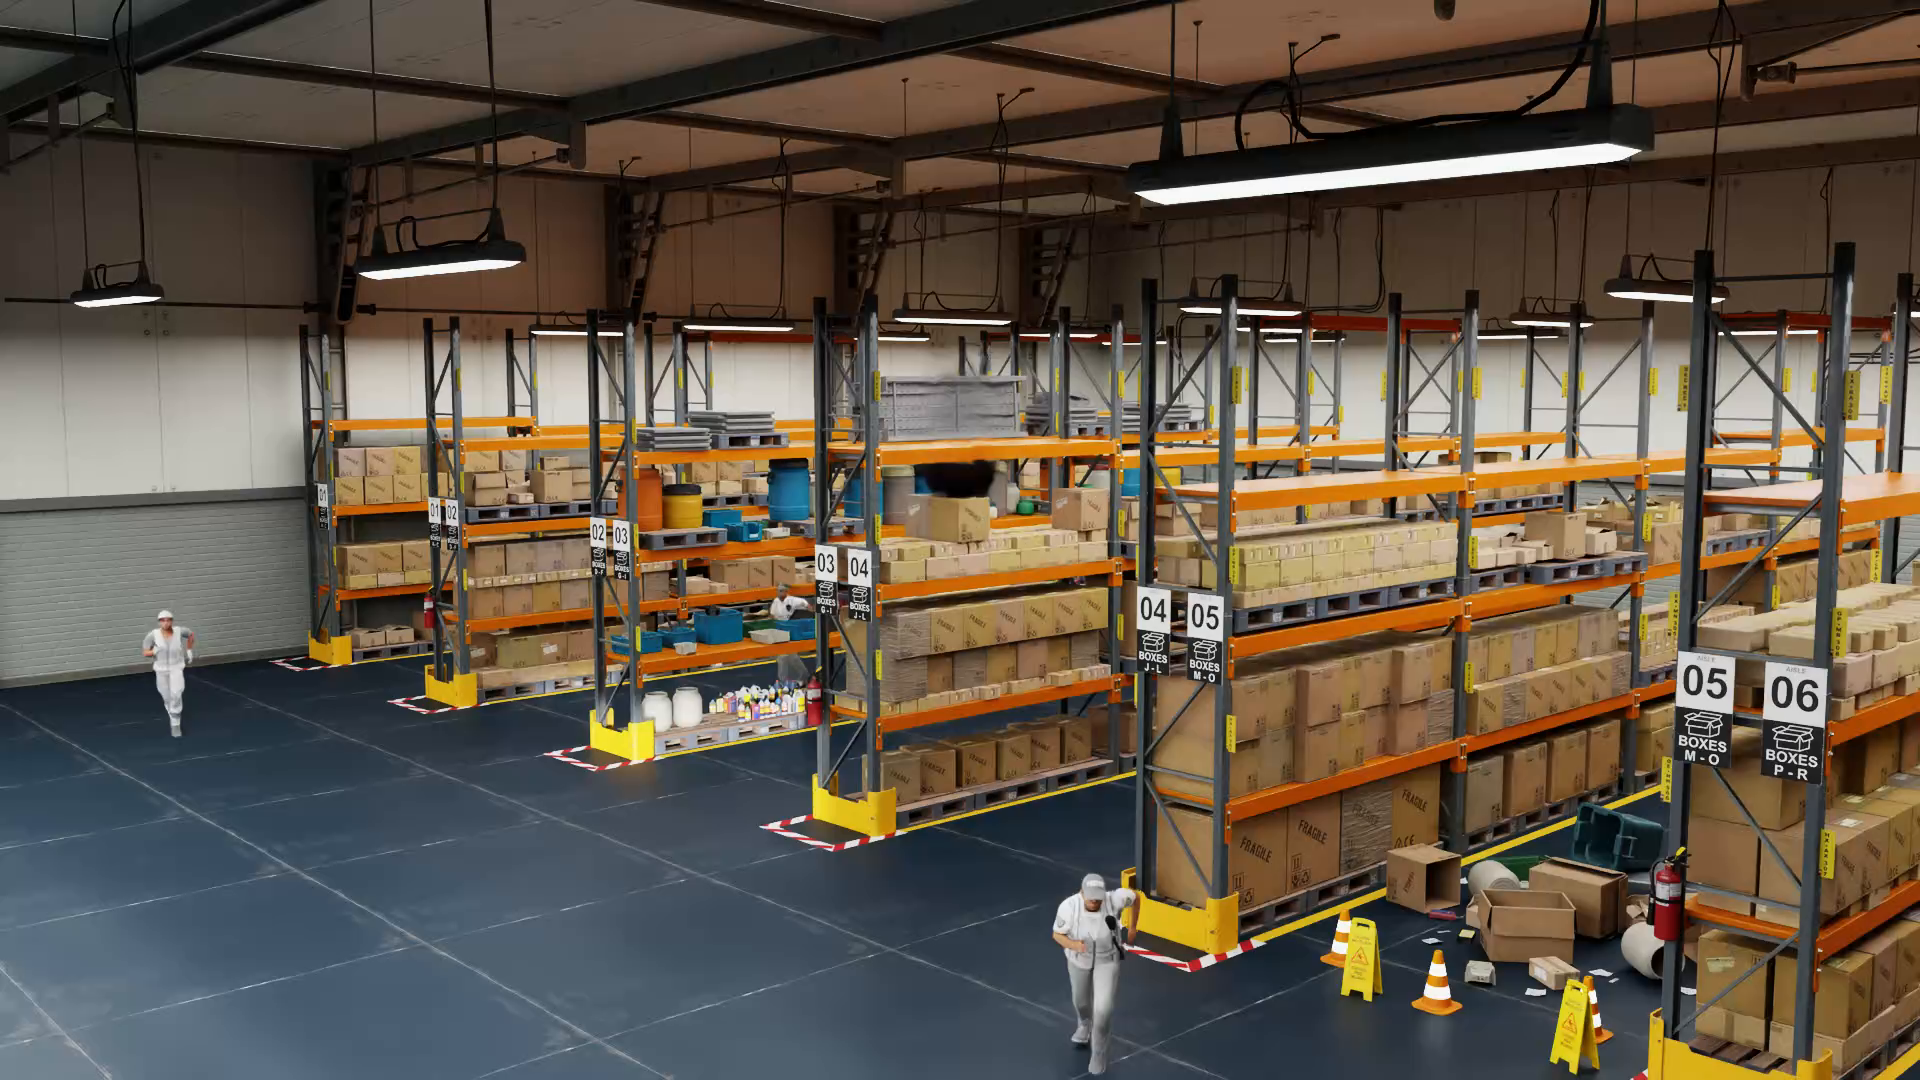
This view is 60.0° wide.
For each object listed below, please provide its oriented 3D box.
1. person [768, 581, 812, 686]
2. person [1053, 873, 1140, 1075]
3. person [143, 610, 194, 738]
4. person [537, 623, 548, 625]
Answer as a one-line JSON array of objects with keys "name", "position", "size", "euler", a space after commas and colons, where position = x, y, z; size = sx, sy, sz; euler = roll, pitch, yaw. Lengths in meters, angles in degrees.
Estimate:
[{"name": "person", "position": [-2.775, 1.563, 27.122], "size": [0.686, 1.830, 0.876], "euler": [5, 7, 38]}, {"name": "person", "position": [1.014, 3.171, 12.388], "size": [0.644, 1.592, 0.965], "euler": [0, 6, 4]}, {"name": "person", "position": [-11.275, 1.898, 23.720], "size": [0.632, 1.842, 0.877], "euler": [-2, 6, -19]}, {"name": "person", "position": [-7.459, 1.359, 30.157], "size": [0.525, 1.561, 0.681], "euler": [3, 6, 26]}]
